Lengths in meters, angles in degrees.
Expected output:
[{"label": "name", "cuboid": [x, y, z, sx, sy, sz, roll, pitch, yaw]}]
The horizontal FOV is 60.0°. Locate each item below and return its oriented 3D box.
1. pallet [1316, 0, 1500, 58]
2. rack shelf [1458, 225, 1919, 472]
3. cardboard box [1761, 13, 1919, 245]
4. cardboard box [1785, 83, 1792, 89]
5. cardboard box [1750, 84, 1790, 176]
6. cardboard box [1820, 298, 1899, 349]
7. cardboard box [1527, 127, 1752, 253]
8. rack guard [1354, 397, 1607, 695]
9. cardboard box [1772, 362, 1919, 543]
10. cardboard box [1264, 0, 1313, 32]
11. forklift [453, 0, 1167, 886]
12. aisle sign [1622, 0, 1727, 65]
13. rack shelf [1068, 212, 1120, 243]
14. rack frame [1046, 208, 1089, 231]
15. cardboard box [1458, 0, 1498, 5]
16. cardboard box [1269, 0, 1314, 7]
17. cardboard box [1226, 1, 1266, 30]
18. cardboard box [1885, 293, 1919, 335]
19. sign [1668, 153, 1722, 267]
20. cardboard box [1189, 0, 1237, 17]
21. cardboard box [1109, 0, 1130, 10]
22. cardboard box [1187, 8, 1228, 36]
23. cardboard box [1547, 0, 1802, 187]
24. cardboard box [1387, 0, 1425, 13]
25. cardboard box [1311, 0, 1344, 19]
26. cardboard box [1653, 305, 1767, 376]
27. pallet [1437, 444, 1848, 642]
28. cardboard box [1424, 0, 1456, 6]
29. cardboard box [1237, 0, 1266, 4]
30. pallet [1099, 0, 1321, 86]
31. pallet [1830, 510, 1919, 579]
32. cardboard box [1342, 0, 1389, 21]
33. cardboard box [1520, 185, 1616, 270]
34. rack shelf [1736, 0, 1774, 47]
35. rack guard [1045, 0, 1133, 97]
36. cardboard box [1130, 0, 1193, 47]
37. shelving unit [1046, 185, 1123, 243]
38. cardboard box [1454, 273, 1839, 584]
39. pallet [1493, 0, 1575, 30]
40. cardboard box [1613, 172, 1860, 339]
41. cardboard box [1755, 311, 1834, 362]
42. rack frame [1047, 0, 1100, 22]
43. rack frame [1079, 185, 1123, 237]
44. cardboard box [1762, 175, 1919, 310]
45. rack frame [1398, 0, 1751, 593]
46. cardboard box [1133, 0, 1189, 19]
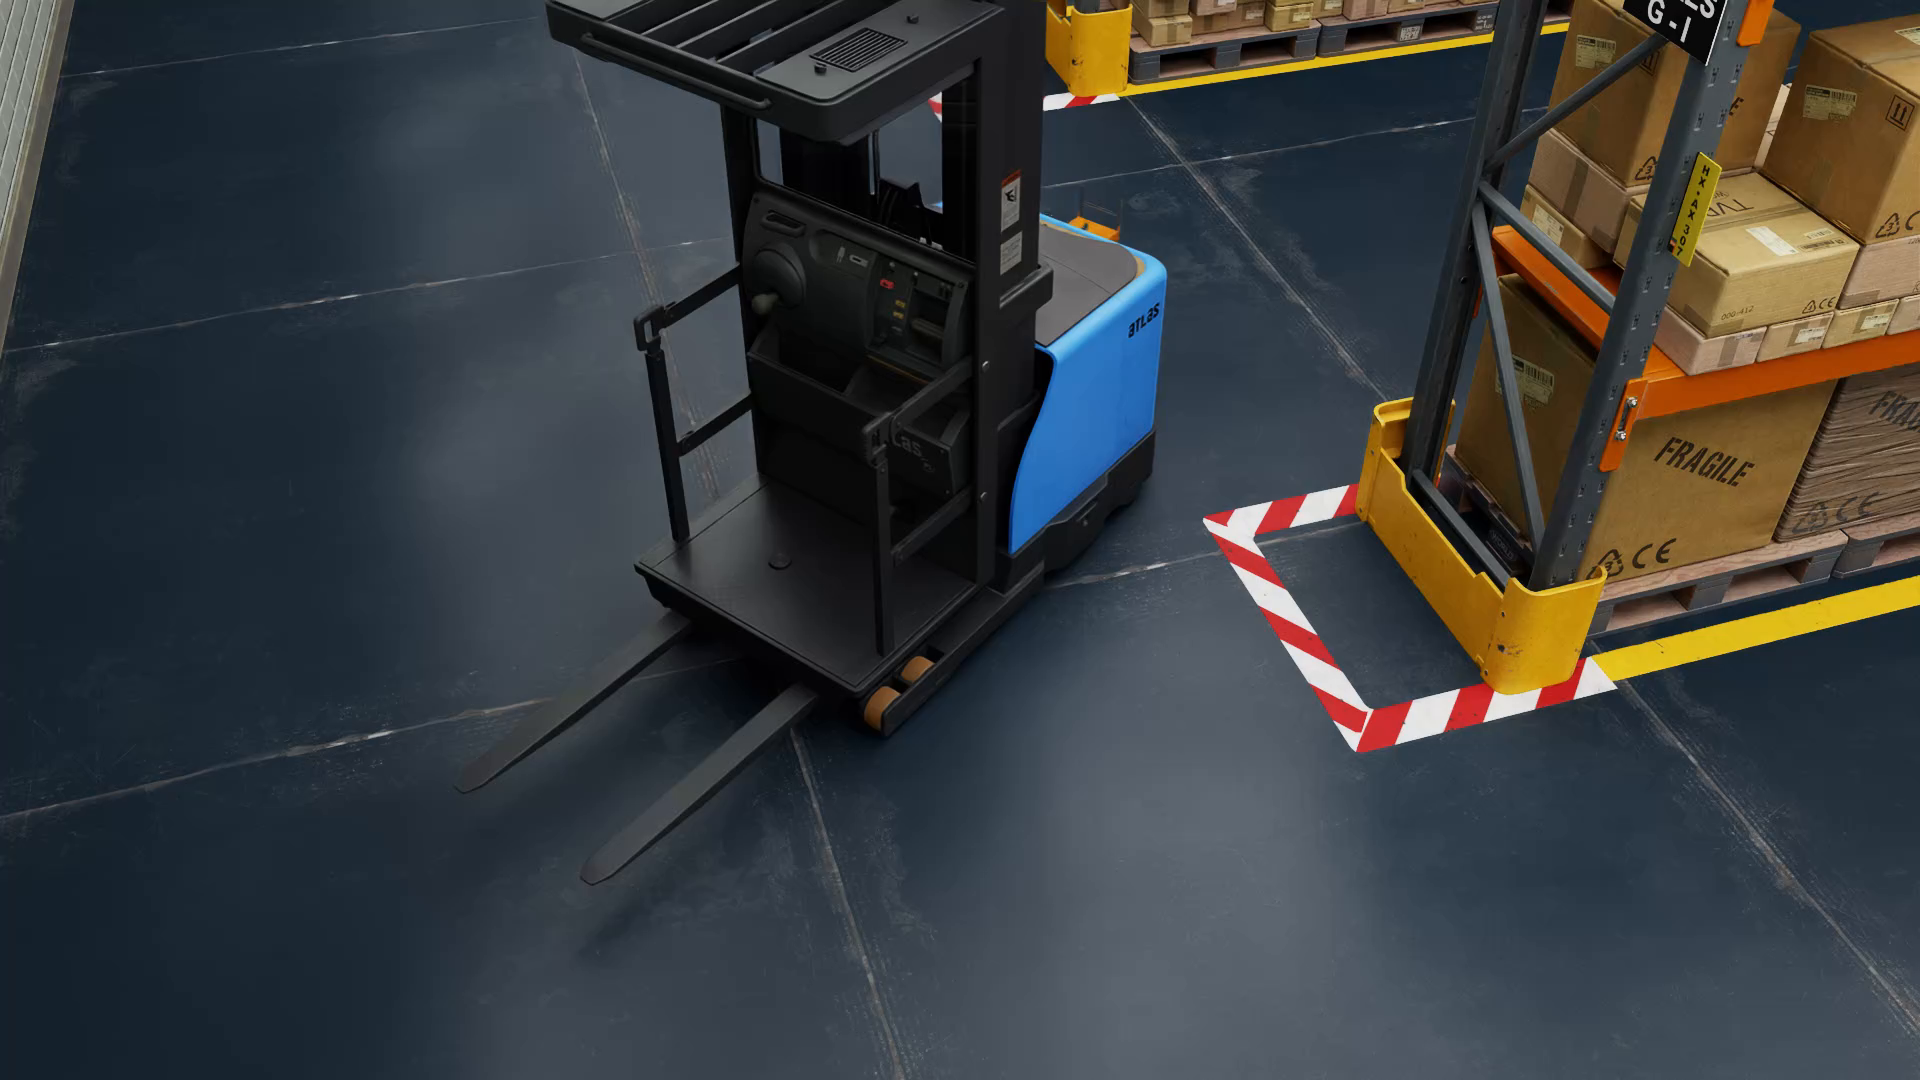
[{"label": "pallet", "cuboid": [2.607, -3.430, 10.515, 1.213, 0.211, 1.003, -12, 42, -13]}, {"label": "rack shelf", "cuboid": [3.889, -1.080, 6.253, 4.000, 0.370, 1.077, -12, 42, -13]}, {"label": "cardboard box", "cuboid": [2.997, -1.317, 5.296, 0.500, 0.500, 0.500, -13, 43, -14]}, {"label": "cardboard box", "cuboid": [3.333, -1.474, 6.045, 0.500, 0.250, 0.500, -13, 43, -15]}, {"label": "cardboard box", "cuboid": [2.848, -1.373, 5.929, 0.500, 0.250, 0.500, -12, 43, -14]}, {"label": "cardboard box", "cuboid": [2.907, -0.826, 5.607, 0.250, 0.149, 0.380, -13, 43, -14]}, {"label": "cardboard box", "cuboid": [2.364, -1.273, 5.815, 0.500, 0.250, 0.500, -12, 43, -14]}, {"label": "rack guard", "cuboid": [1.958, -0.009, 6.380, 0.348, 0.500, 1.175, -12, 42, -13]}, {"label": "cardboard box", "cuboid": [3.436, -0.670, 6.532, 0.875, 0.875, 0.875, -12, 42, -13]}, {"label": "cardboard box", "cuboid": [1.920, -3.213, 9.996, 0.250, 0.149, 0.380, -11, 42, -13]}, {"label": "forklift", "cuboid": [-0.489, -0.783, 5.418, 1.130, 2.935, 3.031, 27, 48, 27]}, {"label": "aisle sign", "cuboid": [2.003, -1.732, 4.476, 0.004, 0.787, 0.394, -12, 42, -13]}, {"label": "rack shelf", "cuboid": [0.500, -1.160, 6.862, 0.215, 0.259, 0.240, 27, 47, 27]}, {"label": "rack frame", "cuboid": [0.422, -0.890, 6.964, 0.200, 1.050, 0.008, 27, 47, 27]}, {"label": "cardboard box", "cuboid": [3.144, -3.467, 10.286, 0.250, 0.149, 0.380, -12, 43, -13]}, {"label": "cardboard box", "cuboid": [1.927, -3.332, 9.906, 0.250, 0.149, 0.380, -10, 42, -12]}, {"label": "cardboard box", "cuboid": [1.644, -3.232, 10.017, 0.250, 0.149, 0.380, -11, 42, -13]}, {"label": "cardboard box", "cuboid": [3.156, -0.878, 5.666, 0.250, 0.149, 0.380, -12, 43, -14]}, {"label": "sign", "cuboid": [2.142, -0.962, 4.853, 0.005, 0.325, 0.100, -12, 42, -13]}, {"label": "cardboard box", "cuboid": [1.443, -3.246, 9.807, 0.250, 0.149, 0.380, -12, 43, -13]}, {"label": "cardboard box", "cuboid": [1.027, -3.407, 10.218, 0.250, 0.149, 0.380, -11, 42, -12]}, {"label": "cardboard box", "cuboid": [1.409, -3.178, 9.956, 0.250, 0.149, 0.380, -12, 43, -13]}, {"label": "cardboard box", "cuboid": [2.367, -1.554, 5.567, 0.500, 0.500, 0.500, -11, 42, -13]}, {"label": "cardboard box", "cuboid": [2.655, -3.389, 10.197, 0.250, 0.149, 0.380, -12, 42, -13]}, {"label": "cardboard box", "cuboid": [2.135, -3.323, 10.122, 0.250, 0.149, 0.380, -12, 42, -13]}, {"label": "cardboard box", "cuboid": [2.419, -0.724, 5.489, 0.250, 0.149, 0.380, -11, 42, -13]}, {"label": "pallet", "cuboid": [2.720, -0.112, 6.718, 1.213, 0.211, 1.003, -12, 42, -13]}, {"label": "cardboard box", "cuboid": [2.875, -3.458, 10.275, 0.250, 0.149, 0.380, -11, 42, -12]}, {"label": "cardboard box", "cuboid": [1.650, -3.349, 9.925, 0.250, 0.149, 0.380, -11, 42, -13]}, {"label": "pallet", "cuboid": [1.446, -3.191, 10.242, 1.213, 0.211, 1.003, -12, 42, -13]}, {"label": "pallet", "cuboid": [3.882, -0.351, 6.991, 1.213, 0.211, 1.003, -12, 42, -13]}, {"label": "cardboard box", "cuboid": [2.399, -3.318, 10.116, 0.250, 0.149, 0.380, -14, 43, -15]}, {"label": "cardboard box", "cuboid": [2.222, -1.138, 5.963, 0.250, 0.149, 0.380, -11, 42, -12]}, {"label": "rack shelf", "cuboid": [3.889, -2.209, 5.266, 4.000, 0.370, 1.077, -12, 42, -13]}, {"label": "rack guard", "cuboid": [0.660, -3.161, 9.989, 0.348, 0.500, 1.175, -12, 42, -13]}, {"label": "cardboard box", "cuboid": [1.184, -3.075, 9.837, 0.250, 0.149, 0.380, -11, 42, -12]}, {"label": "shelving unit", "cuboid": [0.497, -0.952, 7.039, 0.215, 1.050, 0.252, 27, 47, 27]}, {"label": "cardboard box", "cuboid": [2.568, -0.490, 6.327, 0.875, 0.875, 0.875, -12, 42, -13]}, {"label": "pallet", "cuboid": [3.773, -3.673, 10.794, 1.213, 0.211, 1.003, -12, 42, -13]}, {"label": "cardboard box", "cuboid": [2.520, -0.936, 5.430, 0.500, 0.250, 0.500, -13, 43, -14]}, {"label": "cardboard box", "cuboid": [2.663, -0.775, 5.548, 0.250, 0.149, 0.380, -12, 43, -14]}, {"label": "rack frame", "cuboid": [0.588, -4.088, 9.149, 0.127, 3.000, 1.000, -12, 42, -13]}, {"label": "rack frame", "cuboid": [0.571, -1.014, 7.113, 0.200, 1.050, 0.008, 27, 47, 27]}, {"label": "cardboard box", "cuboid": [3.014, -1.043, 5.552, 0.500, 0.250, 0.500, -12, 43, -14]}, {"label": "rack frame", "cuboid": [1.981, -0.955, 5.564, 0.127, 3.000, 1.000, -12, 42, -13]}, {"label": "cardboard box", "cuboid": [1.165, -3.227, 9.785, 0.250, 0.149, 0.380, -10, 42, -11]}]
